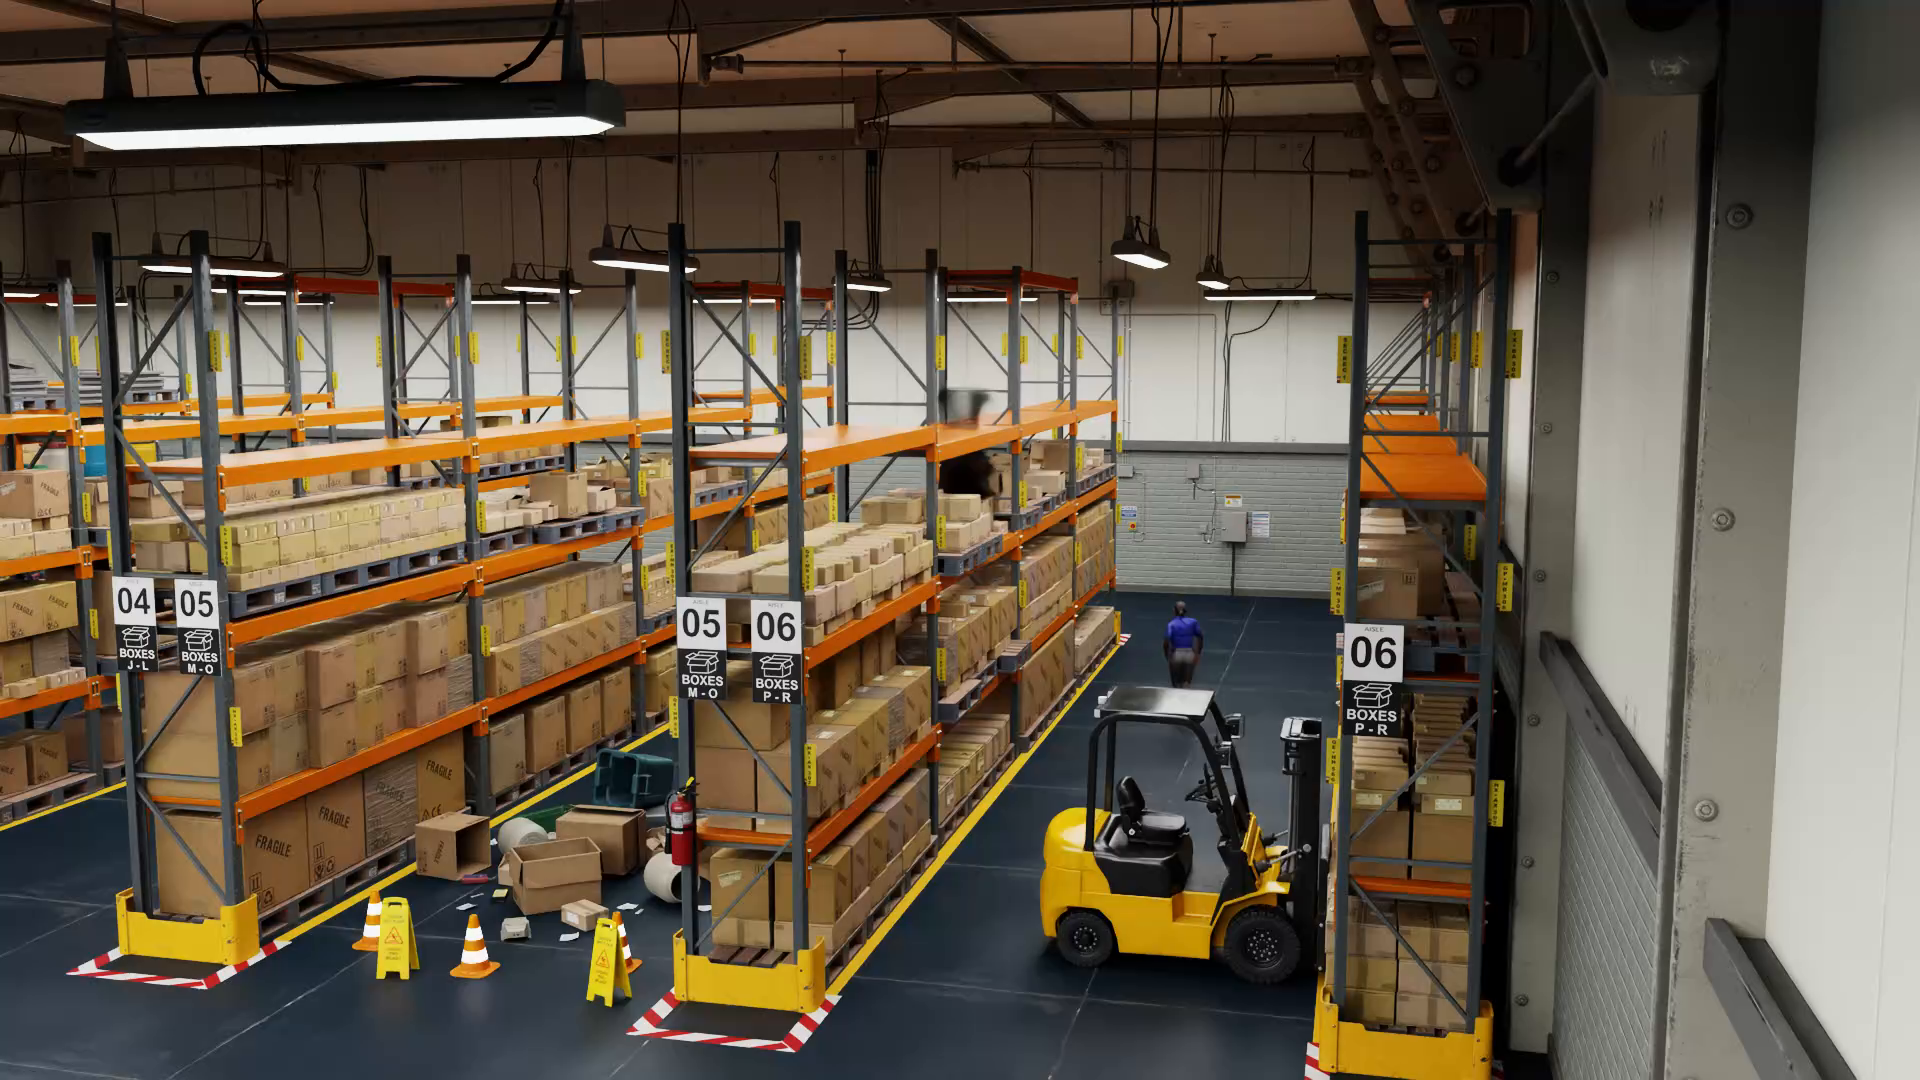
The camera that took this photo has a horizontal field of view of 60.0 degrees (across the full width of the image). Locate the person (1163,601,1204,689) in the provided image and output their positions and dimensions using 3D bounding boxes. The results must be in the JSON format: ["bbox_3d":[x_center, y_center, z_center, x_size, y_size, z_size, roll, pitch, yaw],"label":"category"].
[{"bbox_3d":[3.034,1.634,22.541,0.573,1.601,0.575,-1,7,-7],"label":"person"}]
